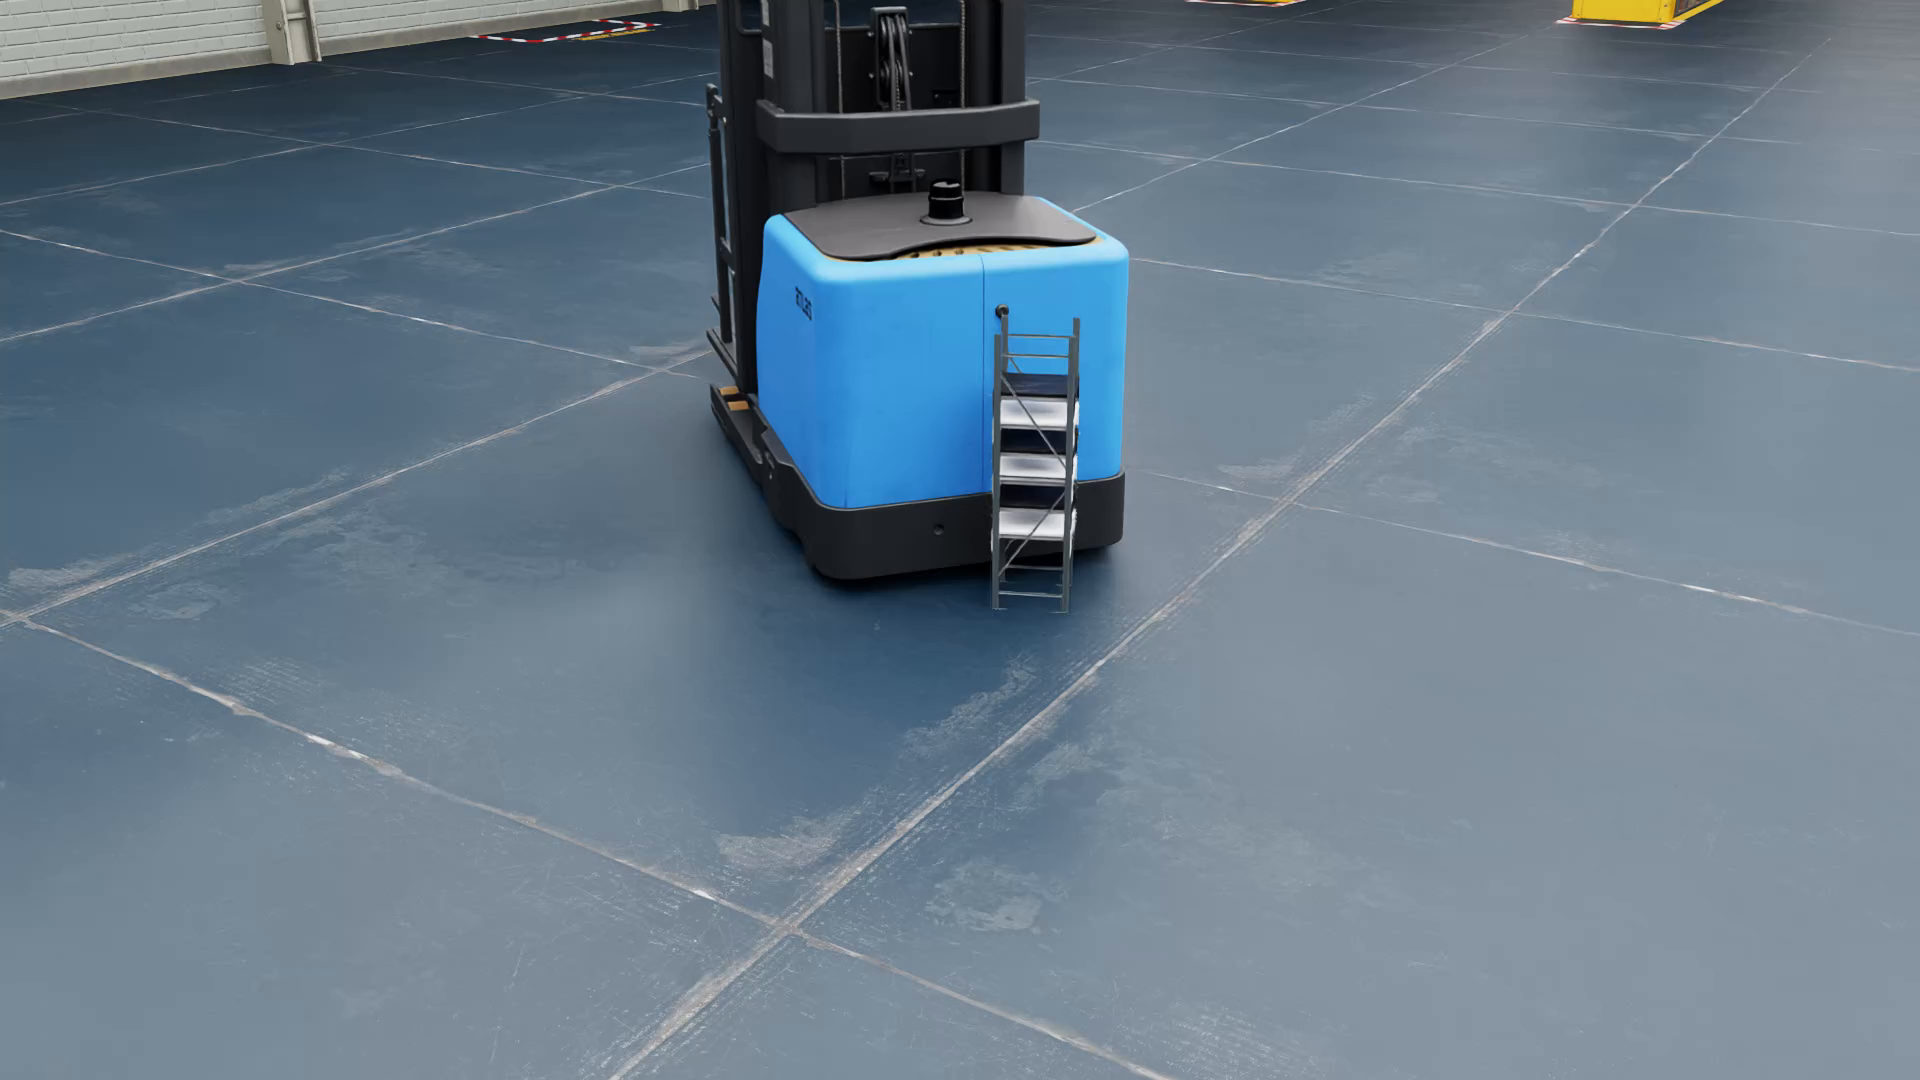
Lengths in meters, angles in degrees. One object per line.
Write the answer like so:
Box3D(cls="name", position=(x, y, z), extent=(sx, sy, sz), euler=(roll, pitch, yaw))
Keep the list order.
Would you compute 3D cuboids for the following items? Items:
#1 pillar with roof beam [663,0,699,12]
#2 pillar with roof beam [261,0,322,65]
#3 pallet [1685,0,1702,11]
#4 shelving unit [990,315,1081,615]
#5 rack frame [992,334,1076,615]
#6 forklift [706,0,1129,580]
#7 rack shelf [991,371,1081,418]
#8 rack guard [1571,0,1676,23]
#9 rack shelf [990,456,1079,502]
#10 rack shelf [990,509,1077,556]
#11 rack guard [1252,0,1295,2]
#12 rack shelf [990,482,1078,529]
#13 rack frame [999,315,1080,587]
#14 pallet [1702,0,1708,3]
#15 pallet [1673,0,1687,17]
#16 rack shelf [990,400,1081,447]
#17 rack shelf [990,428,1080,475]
Box3D(cls="pillar with roof beam", position=(-0.013, -10.180, 17.938), extent=(9.100, 9.000, 0.400), euler=(14, 27, 29))
Box3D(cls="pillar with roof beam", position=(-3.178, -8.155, 13.260), extent=(9.100, 9.000, 0.400), euler=(14, 27, 29))
Box3D(cls="pallet", position=(9.354, -7.299, 22.345), extent=(1.003, 0.211, 1.213), euler=(14, 27, 29))
Box3D(cls="shelving unit", position=(0.233, -0.226, 5.140), extent=(0.258, 0.900, 0.210), euler=(3, 24, 7))
Box3D(cls="rack frame", position=(0.220, -0.186, 5.048), extent=(0.240, 0.900, 0.006), euler=(3, 24, 7))
Box3D(cls="forklift", position=(-0.387, -1.778, 6.167), extent=(1.130, 2.935, 3.031), euler=(-7, 24, -16))
Box3D(cls="rack shelf", position=(0.233, -0.444, 5.046), extent=(0.258, 0.077, 0.200), euler=(3, 24, 7))
Box3D(cls="rack guard", position=(8.277, -6.749, 20.710), extent=(1.175, 0.500, 0.348), euler=(14, 27, 29))
Box3D(cls="rack shelf", position=(0.233, -0.196, 5.153), extent=(0.258, 0.077, 0.200), euler=(3, 24, 7))
Box3D(cls="rack shelf", position=(0.233, -0.031, 5.225), extent=(0.258, 0.077, 0.200), euler=(3, 24, 7))
Box3D(cls="rack guard", position=(4.058, -7.744, 23.010), extent=(1.175, 0.500, 0.348), euler=(14, 27, 29))
Box3D(cls="rack shelf", position=(0.233, -0.113, 5.189), extent=(0.258, 0.077, 0.200), euler=(3, 24, 7))
Box3D(cls="rack frame", position=(0.246, -0.266, 5.233), extent=(0.240, 0.900, 0.006), euler=(3, 24, 7))
Box3D(cls="pallet", position=(9.997, -7.713, 23.300), extent=(1.003, 0.211, 1.213), euler=(14, 27, 29))
Box3D(cls="pallet", position=(8.710, -6.889, 21.398), extent=(1.003, 0.211, 1.213), euler=(14, 27, 29))
Box3D(cls="rack shelf", position=(0.233, -0.361, 5.082), extent=(0.258, 0.077, 0.200), euler=(3, 24, 7))
Box3D(cls="rack shelf", position=(0.233, -0.278, 5.118), extent=(0.258, 0.077, 0.200), euler=(3, 24, 7))
